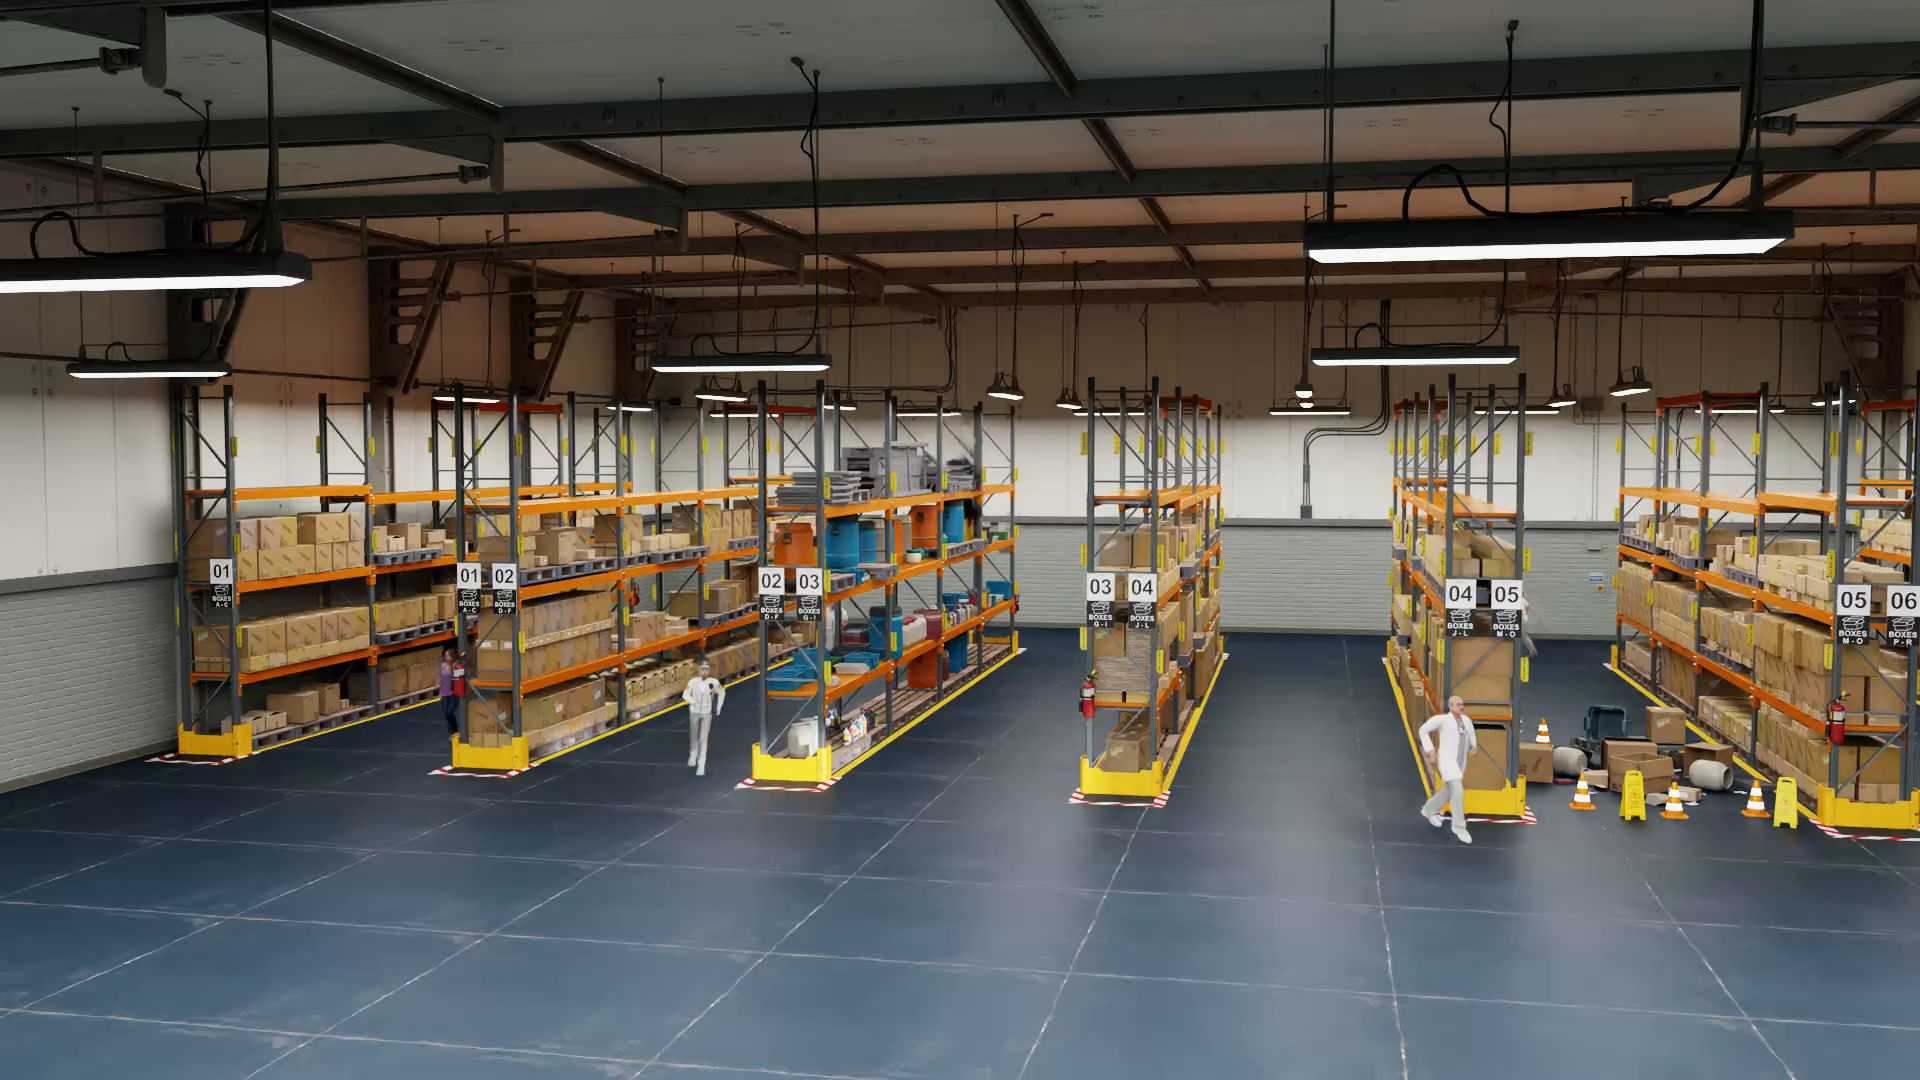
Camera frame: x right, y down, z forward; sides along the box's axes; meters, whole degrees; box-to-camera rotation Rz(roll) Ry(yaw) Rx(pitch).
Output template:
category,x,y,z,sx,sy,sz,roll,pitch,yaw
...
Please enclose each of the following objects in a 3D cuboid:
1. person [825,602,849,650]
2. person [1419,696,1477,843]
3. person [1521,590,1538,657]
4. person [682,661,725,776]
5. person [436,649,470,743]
category,x,y,z,sx,sy,sz,roll,pitch,yaw
person,-2.792,2.077,36.765,0.657,1.743,0.590,0,3,2
person,6.347,2.912,21.489,0.712,1.819,0.976,-2,4,-30
person,13.248,1.990,39.227,0.730,1.728,0.590,1,3,13
person,-3.961,2.707,25.654,0.640,1.715,0.829,0,3,-2
person,-8.591,2.639,28.021,0.515,1.604,0.625,0,3,9
